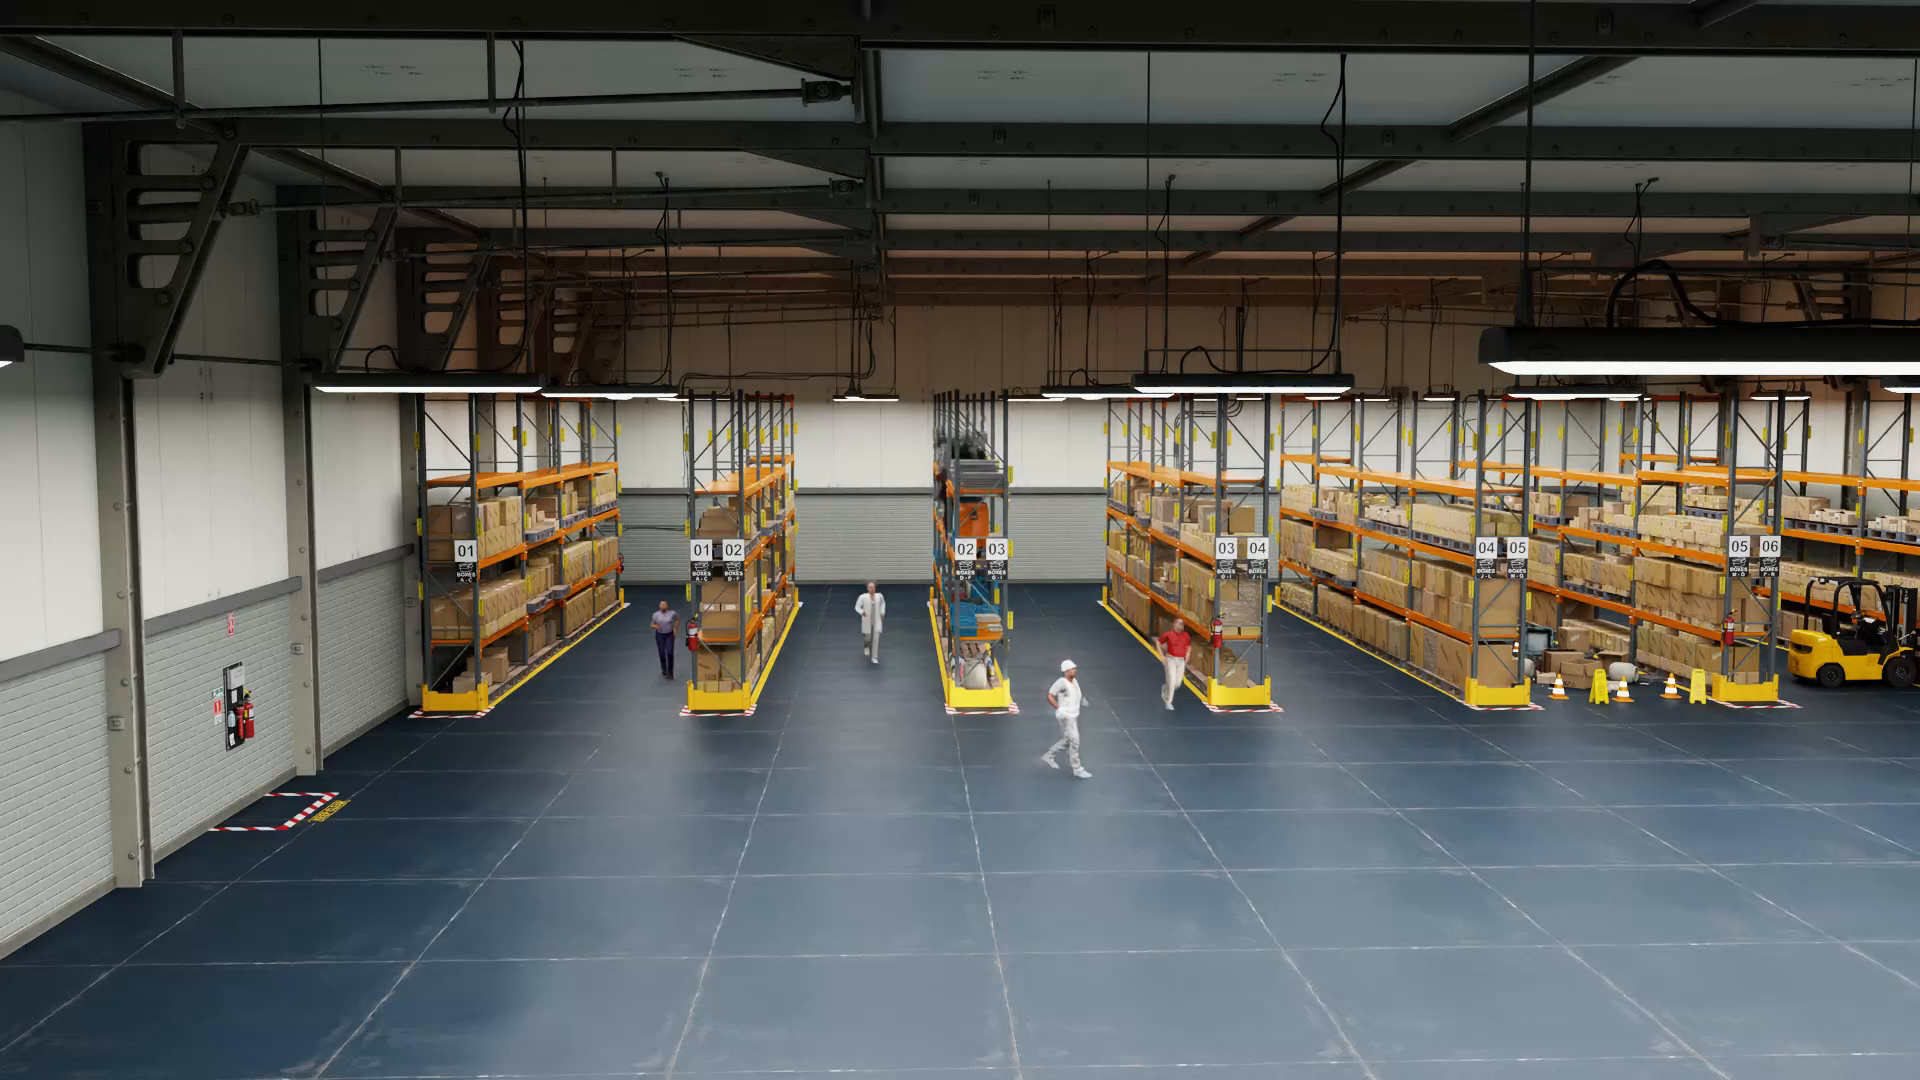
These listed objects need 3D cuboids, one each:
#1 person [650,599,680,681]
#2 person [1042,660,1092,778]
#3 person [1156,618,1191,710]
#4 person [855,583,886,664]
[{"bbox_3d":[-6.168,2.130,34.715,0.563,1.622,0.746,0,5,-3],"label":"person"},{"bbox_3d":[1.645,2.738,25.629,0.859,1.789,0.681,2,5,23],"label":"person"},{"bbox_3d":[4.069,2.333,31.554,0.702,1.697,0.724,-2,5,-18],"label":"person"},{"bbox_3d":[-1.968,1.827,36.955,0.709,1.767,0.978,-1,5,-12],"label":"person"}]
